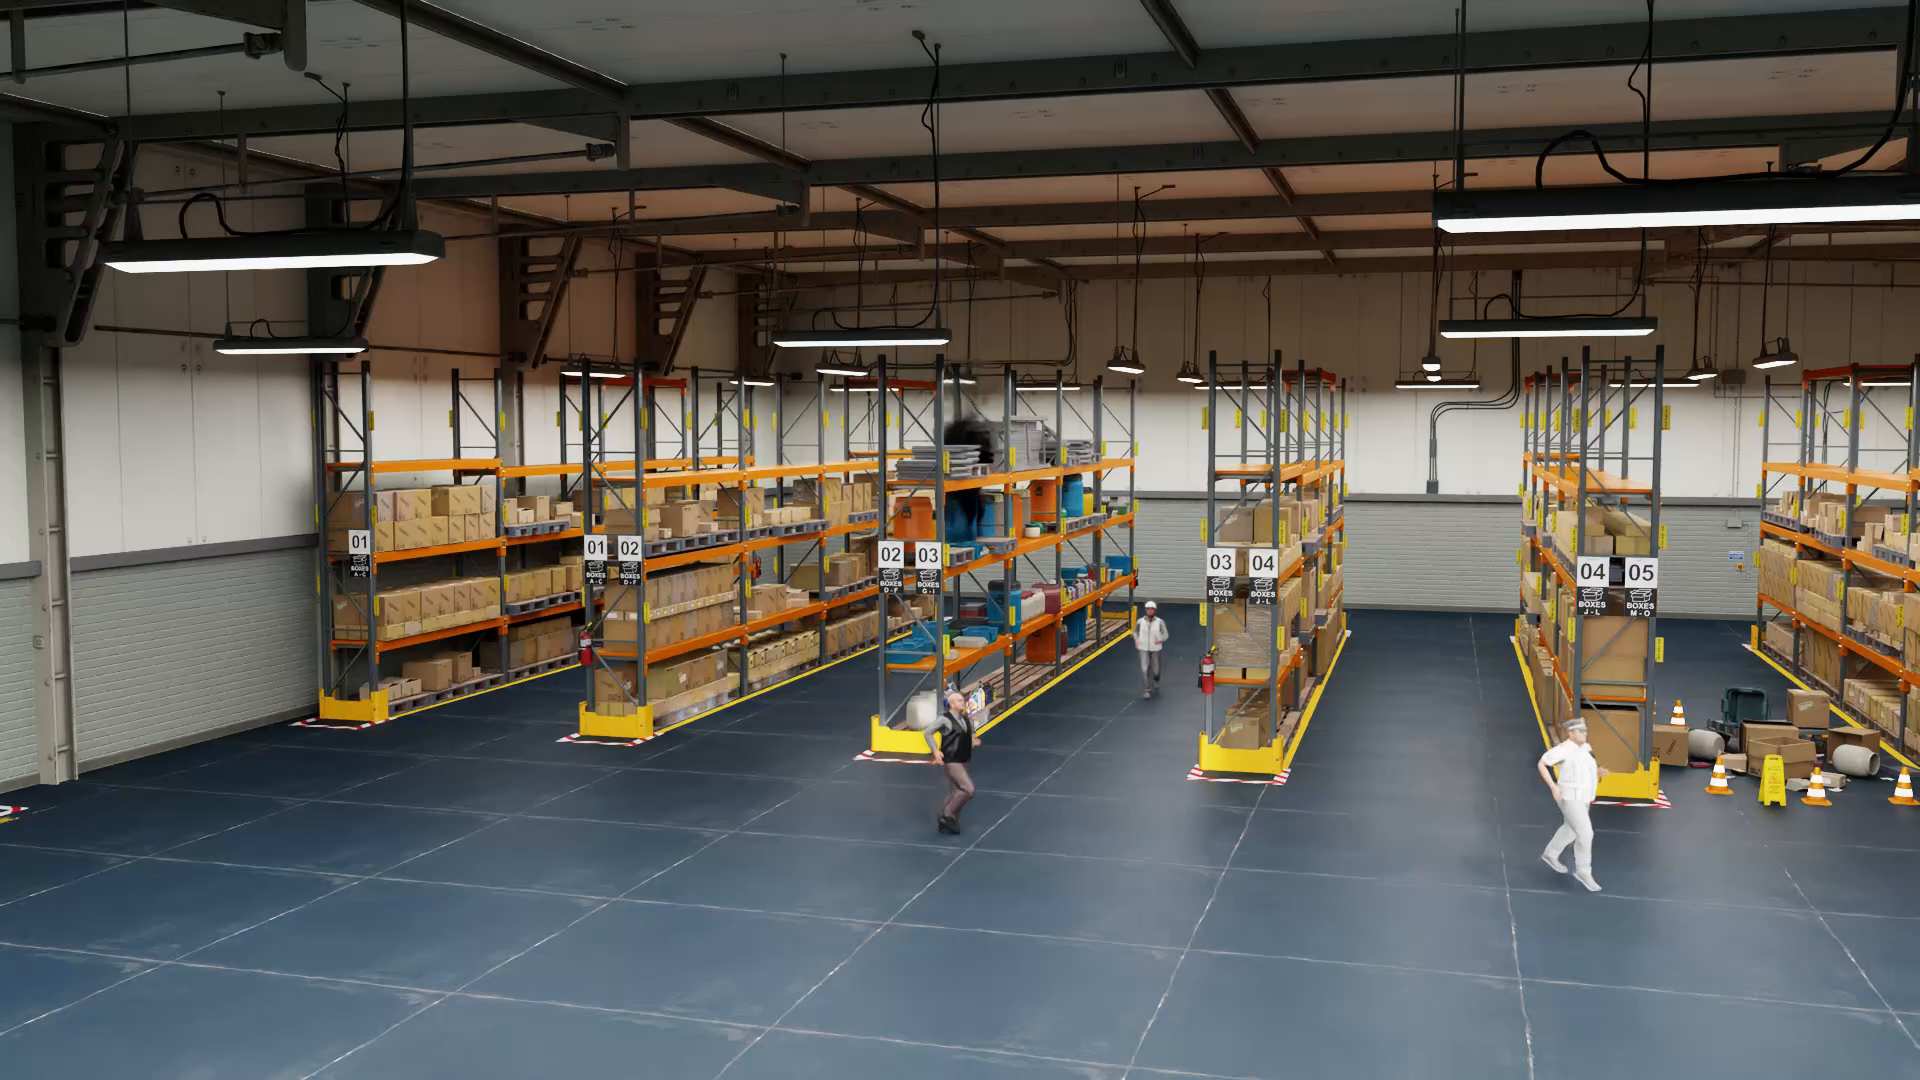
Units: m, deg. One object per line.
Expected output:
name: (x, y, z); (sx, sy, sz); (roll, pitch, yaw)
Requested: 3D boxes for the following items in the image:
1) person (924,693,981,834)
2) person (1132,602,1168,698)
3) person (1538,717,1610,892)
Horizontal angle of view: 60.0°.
person: (-0.024, 2.702, 20.149); (0.642, 1.695, 0.643); (3, 5, 33)
person: (3.445, 1.954, 30.200); (0.666, 1.677, 0.672); (1, 4, 11)
person: (6.653, 2.829, 18.043); (0.639, 1.837, 0.815); (-3, 5, -40)
